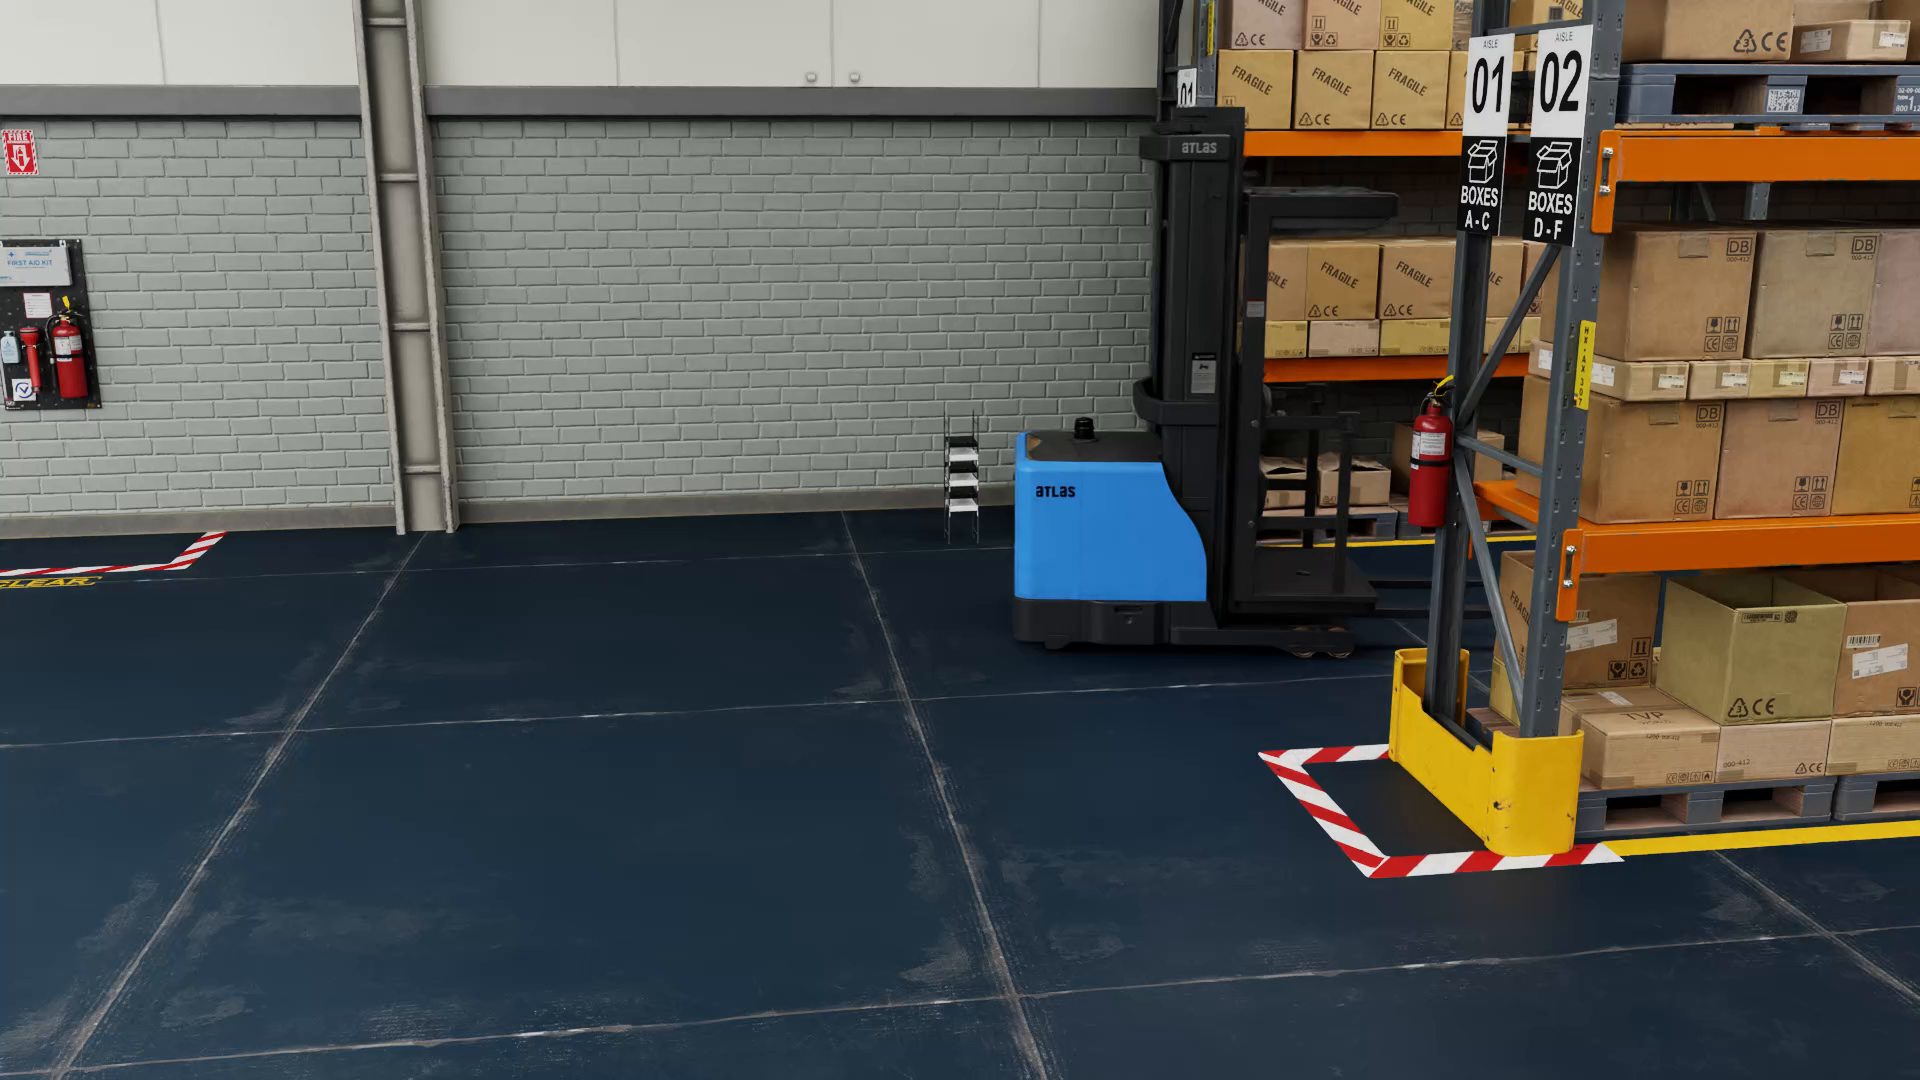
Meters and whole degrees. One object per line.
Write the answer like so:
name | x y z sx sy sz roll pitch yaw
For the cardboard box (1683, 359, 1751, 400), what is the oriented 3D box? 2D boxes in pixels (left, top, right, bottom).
cardboard box | 2.943 -0.667 6.675 0.250 0.149 0.380 -2 14 -10

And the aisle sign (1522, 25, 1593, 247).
aisle sign | 2.242 -1.516 6.256 0.004 0.787 0.394 -2 14 -8

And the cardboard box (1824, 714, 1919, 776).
cardboard box | 3.814 0.796 7.170 0.500 0.250 0.500 -2 14 -8

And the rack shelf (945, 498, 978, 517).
rack shelf | 0.008 -0.230 11.665 0.200 0.077 0.258 -2 14 -8

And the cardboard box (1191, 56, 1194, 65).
cardboard box | 1.895 -3.112 11.550 0.500 0.500 0.500 -1 14 -4

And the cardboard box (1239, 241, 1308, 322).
cardboard box | 2.037 -1.768 11.331 0.500 0.500 0.500 -2 14 -8

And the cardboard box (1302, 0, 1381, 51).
cardboard box | 2.441 -3.482 10.972 0.500 0.500 0.500 -2 14 -9

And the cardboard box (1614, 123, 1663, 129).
cardboard box | 4.511 -3.088 11.454 0.500 0.500 0.500 -3 14 -13

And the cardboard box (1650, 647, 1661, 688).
cardboard box | 3.241 0.687 7.603 0.500 0.250 0.500 -2 14 -8

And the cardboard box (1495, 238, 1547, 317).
cardboard box | 4.062 -1.841 11.624 0.500 0.500 0.500 -3 14 -10

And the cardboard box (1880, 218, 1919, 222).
cardboard box | 4.291 -1.082 6.996 0.500 0.500 0.700 -2 14 -8

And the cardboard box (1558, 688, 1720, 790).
cardboard box | 2.825 0.833 7.023 0.500 0.250 0.500 -2 14 -8

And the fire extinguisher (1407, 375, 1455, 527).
fire extinguisher | 2.076 -0.401 7.313 0.183 0.674 0.296 -2 14 -8

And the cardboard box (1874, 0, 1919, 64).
cardboard box | 3.945 -2.100 6.408 0.500 0.500 0.500 -2 14 -8

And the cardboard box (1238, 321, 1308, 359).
cardboard box | 2.050 -1.401 11.408 0.500 0.250 0.500 -3 14 -10

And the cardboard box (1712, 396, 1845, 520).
cardboard box | 3.244 -0.414 6.999 0.500 0.500 0.700 -2 14 -7

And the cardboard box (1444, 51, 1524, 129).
cardboard box | 3.464 -3.043 11.275 0.500 0.500 0.500 -1 14 -5

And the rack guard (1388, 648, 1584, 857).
rack guard | 2.238 0.882 7.176 0.348 0.500 1.175 -2 14 -8

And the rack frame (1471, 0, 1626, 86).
rack frame | 2.262 -3.241 6.146 0.127 3.000 1.000 -2 14 -8

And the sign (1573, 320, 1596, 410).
sign | 2.339 -0.656 6.227 0.005 0.325 0.100 -2 14 -8

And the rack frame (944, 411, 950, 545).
rack frame | -0.093 -0.433 11.599 0.006 0.900 0.240 -2 14 -8

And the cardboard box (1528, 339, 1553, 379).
cardboard box | 2.611 -0.754 7.022 0.250 0.149 0.380 -2 14 -9

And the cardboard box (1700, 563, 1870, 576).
cardboard box | 3.734 0.304 7.589 0.500 0.500 0.500 -2 14 -8

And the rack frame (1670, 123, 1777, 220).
rack frame | 5.476 -1.667 12.204 0.127 3.000 1.000 -2 14 -8

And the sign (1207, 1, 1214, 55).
sign | 1.601 -3.271 10.634 0.005 0.325 0.100 -2 14 -8

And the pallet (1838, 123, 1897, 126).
pallet | 7.127 -3.066 12.002 1.003 0.211 1.213 -2 14 -8

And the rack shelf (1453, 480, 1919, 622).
rack shelf | 4.239 -0.055 7.252 4.000 0.370 1.077 -2 14 -8

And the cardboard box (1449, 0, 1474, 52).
cardboard box | 3.435 -3.650 11.643 0.500 0.500 0.500 -2 14 -8

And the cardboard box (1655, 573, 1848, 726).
cardboard box | 3.319 0.451 7.006 0.500 0.500 0.500 -2 14 -8

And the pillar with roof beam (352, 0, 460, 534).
pillar with roof beam | -3.208 -3.413 6.831 0.400 9.000 9.100 -2 14 -8

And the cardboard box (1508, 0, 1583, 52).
cardboard box | 3.965 -3.538 11.196 0.500 0.500 0.500 -3 14 -10

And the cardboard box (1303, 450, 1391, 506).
cardboard box | 2.781 -0.456 11.996 0.500 0.311 0.500 -1 14 -4

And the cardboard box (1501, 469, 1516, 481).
cardboard box | 3.891 -0.445 12.285 0.250 0.149 0.380 -3 14 -13

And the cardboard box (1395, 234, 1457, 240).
cardboard box | 3.462 -1.945 12.038 0.500 0.500 0.500 -2 14 -8

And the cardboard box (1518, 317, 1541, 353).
cardboard box | 4.063 -1.476 11.709 0.500 0.250 0.500 -2 14 -9

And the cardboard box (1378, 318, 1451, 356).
cardboard box | 3.066 -1.440 11.564 0.500 0.250 0.500 -2 14 -9

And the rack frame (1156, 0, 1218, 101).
rack frame | 1.520 -4.432 10.896 0.127 3.000 1.000 -2 14 -8

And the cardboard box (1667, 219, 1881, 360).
cardboard box | 3.297 -1.045 6.849 0.500 0.500 0.700 -2 14 -10

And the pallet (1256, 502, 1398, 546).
pallet | 2.404 -0.194 12.060 1.213 0.211 1.003 -2 14 -8

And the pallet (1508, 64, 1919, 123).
pallet | 2.965 -1.762 6.599 1.213 0.211 1.003 -2 14 -8

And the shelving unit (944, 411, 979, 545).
shelving unit | 0.008 -0.437 11.614 0.210 0.900 0.258 -2 14 -8

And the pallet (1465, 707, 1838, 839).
pallet | 3.012 0.984 7.365 1.213 0.211 1.003 -2 14 -8

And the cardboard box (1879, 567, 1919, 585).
cardboard box | 4.309 0.416 7.146 0.500 0.500 0.500 -2 14 -8

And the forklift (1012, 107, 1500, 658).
forklift | 1.819 -0.905 9.305 3.031 2.935 1.130 0 14 2

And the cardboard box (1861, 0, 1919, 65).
cardboard box | 3.911 -2.140 6.953 0.500 0.311 0.500 0 14 -2

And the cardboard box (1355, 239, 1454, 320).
cardboard box | 3.039 -1.801 11.462 0.500 0.500 0.500 -3 14 -10

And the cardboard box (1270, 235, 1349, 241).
cardboard box | 2.454 -1.907 11.886 0.500 0.500 0.500 -2 14 -8

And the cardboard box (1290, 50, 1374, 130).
cardboard box | 2.424 -2.998 11.098 0.500 0.500 0.500 -1 14 -5

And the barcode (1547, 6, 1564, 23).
barcode | 2.488 -2.194 6.946 0.075 0.075 0.001 -2 14 -8

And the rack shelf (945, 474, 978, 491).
rack shelf | 0.008 -0.404 11.622 0.200 0.077 0.258 -2 14 -8

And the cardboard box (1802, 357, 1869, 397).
cardboard box | 3.439 -0.684 6.744 0.250 0.149 0.380 -2 14 -9

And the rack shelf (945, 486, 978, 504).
rack shelf | 0.008 -0.317 11.644 0.200 0.077 0.258 -2 14 -8

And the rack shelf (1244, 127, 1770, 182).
rack shelf | 3.498 -2.701 11.638 4.000 0.370 1.077 -2 14 -8

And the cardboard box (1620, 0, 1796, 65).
cardboard box | 2.831 -2.127 6.509 0.637 0.503 0.797 -1 14 -4
